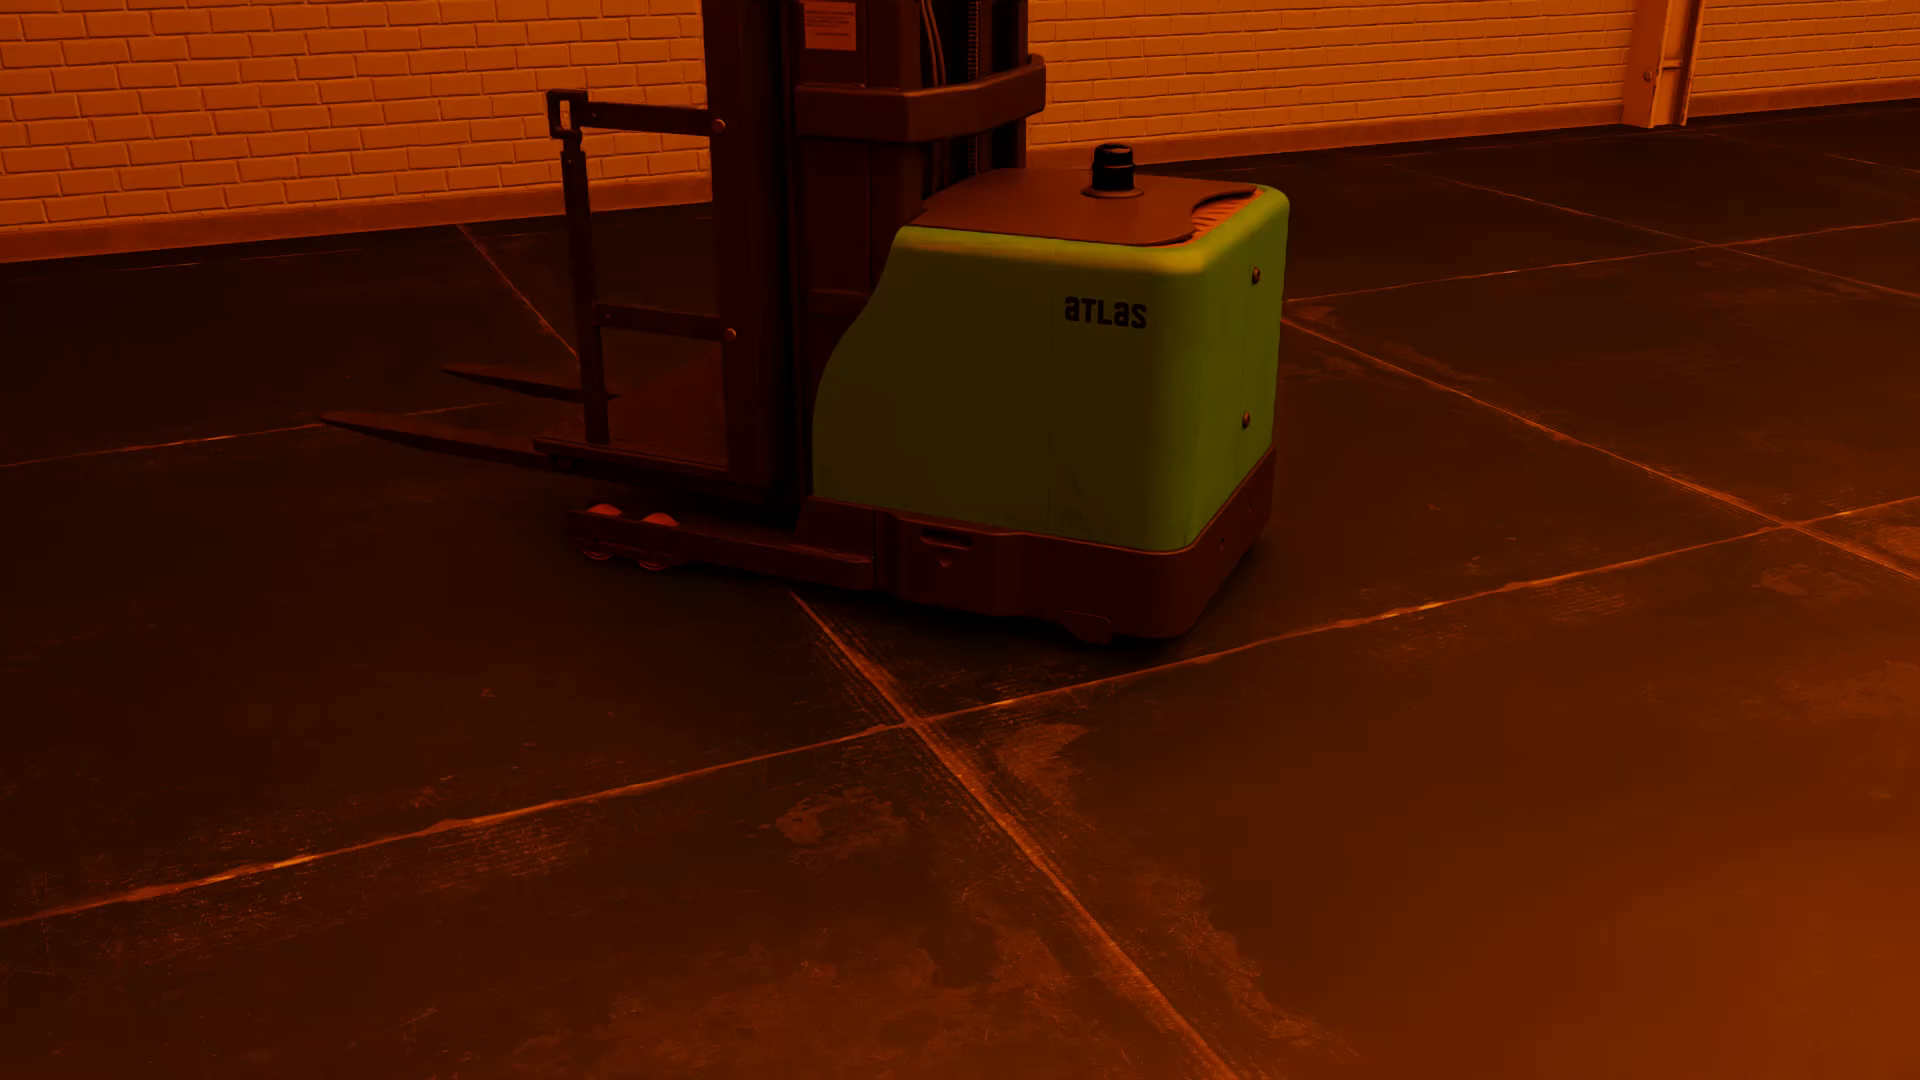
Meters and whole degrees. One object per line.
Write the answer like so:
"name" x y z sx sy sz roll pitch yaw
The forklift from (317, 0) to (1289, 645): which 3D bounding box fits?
"forklift" -0.613 -1.436 4.744 3.031 2.935 1.130 10 24 22
